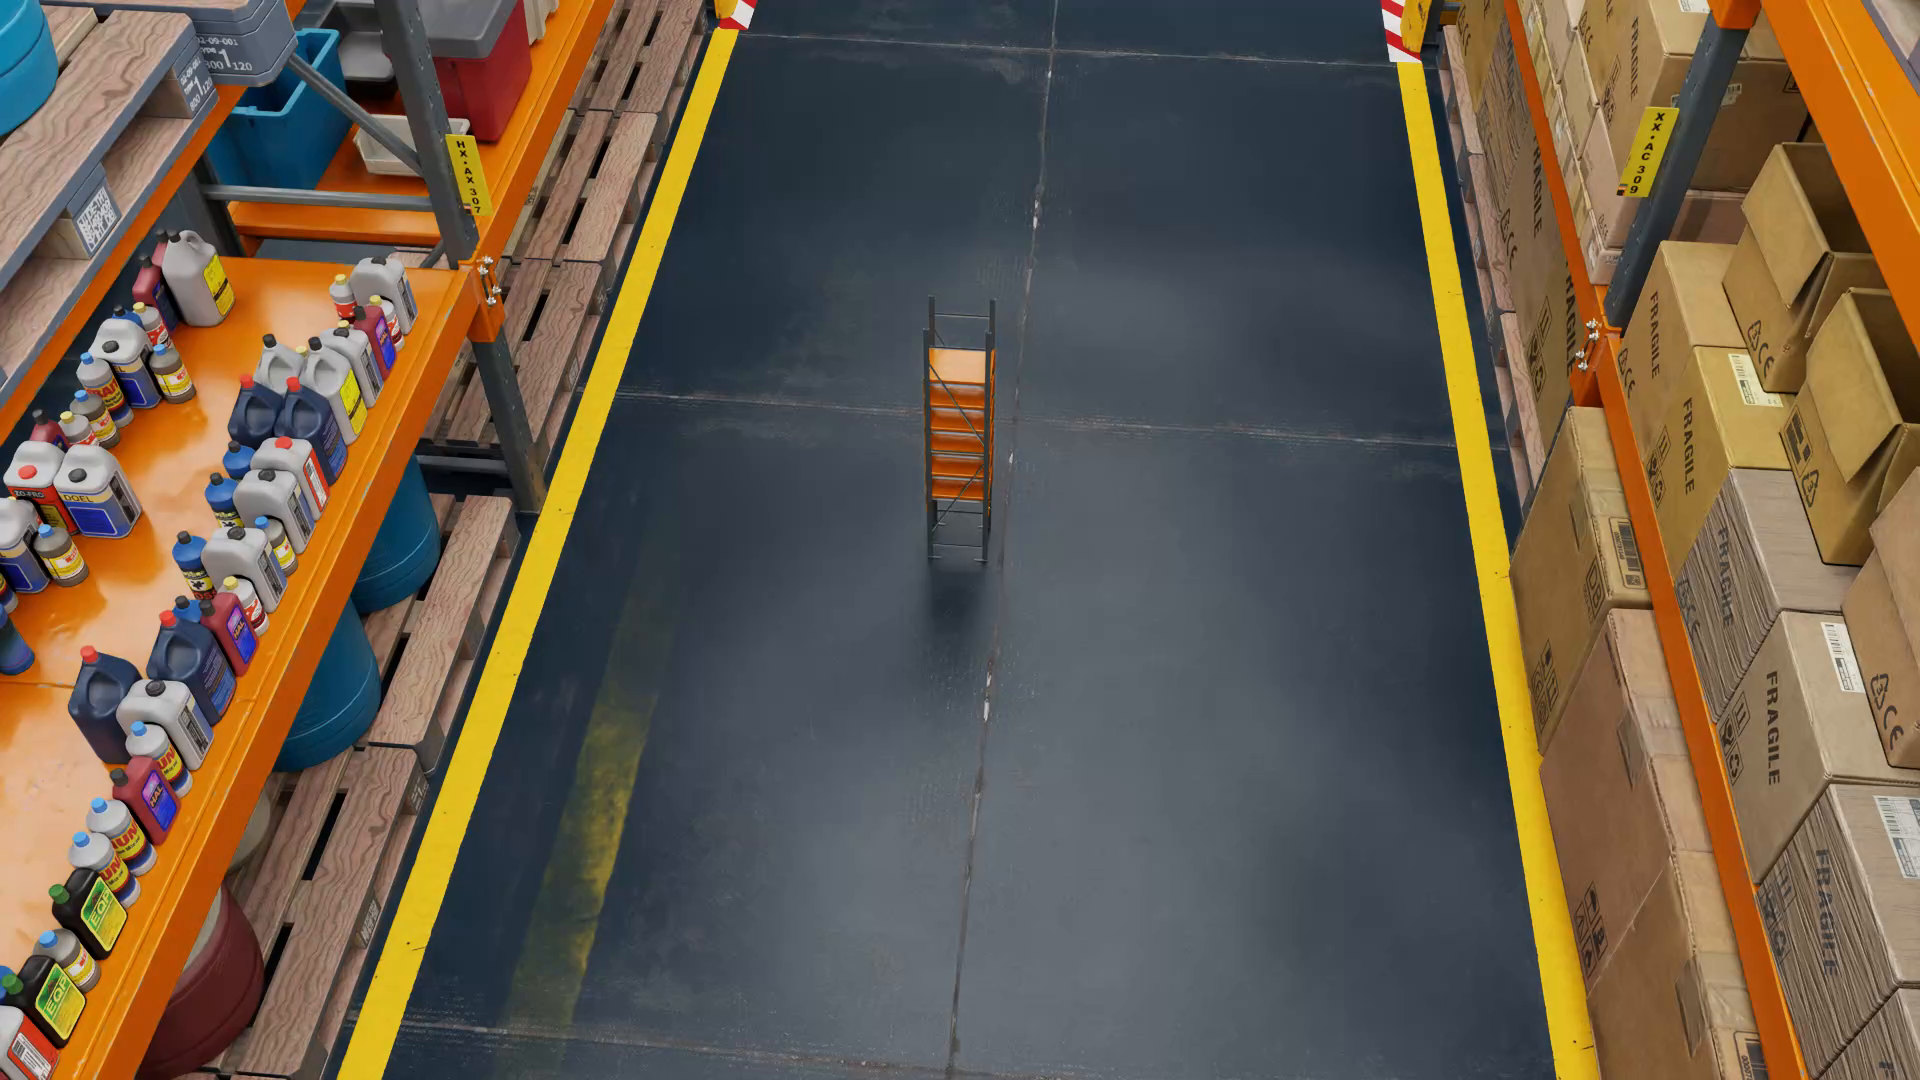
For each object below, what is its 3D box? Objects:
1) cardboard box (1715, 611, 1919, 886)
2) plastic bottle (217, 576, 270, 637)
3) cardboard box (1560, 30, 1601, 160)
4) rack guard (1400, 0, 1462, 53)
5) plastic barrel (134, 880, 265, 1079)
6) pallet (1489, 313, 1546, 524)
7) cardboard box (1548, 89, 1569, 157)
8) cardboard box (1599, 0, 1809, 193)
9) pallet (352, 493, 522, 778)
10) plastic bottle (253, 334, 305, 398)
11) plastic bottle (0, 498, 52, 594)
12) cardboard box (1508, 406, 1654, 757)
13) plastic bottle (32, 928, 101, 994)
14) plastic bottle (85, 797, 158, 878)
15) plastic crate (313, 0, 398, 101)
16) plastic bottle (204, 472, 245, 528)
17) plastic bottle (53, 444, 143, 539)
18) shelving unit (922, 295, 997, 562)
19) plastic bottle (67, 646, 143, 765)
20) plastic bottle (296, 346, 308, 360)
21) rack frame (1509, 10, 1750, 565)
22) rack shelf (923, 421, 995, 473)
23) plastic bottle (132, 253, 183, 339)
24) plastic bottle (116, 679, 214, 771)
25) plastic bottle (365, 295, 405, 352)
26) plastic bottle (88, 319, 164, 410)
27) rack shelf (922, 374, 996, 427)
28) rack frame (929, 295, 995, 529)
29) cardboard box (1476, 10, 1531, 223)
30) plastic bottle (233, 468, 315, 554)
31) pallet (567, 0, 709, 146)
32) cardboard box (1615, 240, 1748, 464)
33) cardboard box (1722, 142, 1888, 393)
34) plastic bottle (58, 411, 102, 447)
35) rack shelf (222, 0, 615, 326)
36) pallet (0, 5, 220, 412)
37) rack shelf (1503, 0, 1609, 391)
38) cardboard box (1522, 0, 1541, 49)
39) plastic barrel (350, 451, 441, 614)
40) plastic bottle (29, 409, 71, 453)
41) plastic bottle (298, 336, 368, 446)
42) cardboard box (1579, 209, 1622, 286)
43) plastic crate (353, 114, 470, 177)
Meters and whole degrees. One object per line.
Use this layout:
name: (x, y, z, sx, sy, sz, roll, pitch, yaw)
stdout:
cardboard box: (2.283, 0.546, 4.176, 0.500, 0.500, 0.500, 5, 48, 4)
plastic bottle: (-2.036, 0.182, 4.711, 0.097, 0.201, 0.097, 0, 48, 0)
cardboard box: (2.530, -1.631, 6.135, 0.500, 0.250, 0.500, 5, 48, 5)
rack guard: (3.073, -2.972, 9.155, 1.175, 0.500, 0.348, 4, 48, 4)
plastic barrel: (-2.460, 1.229, 4.968, 0.600, 0.588, 0.708, 4, 48, 4)
pallet: (2.853, -0.471, 7.064, 1.003, 0.211, 1.213, 4, 48, 4)
cardboard box: (2.478, -1.587, 6.364, 0.380, 0.149, 0.250, 5, 48, 4)
cardboard box: (2.482, -1.517, 5.523, 0.500, 0.500, 0.500, 5, 48, 5)
pallet: (-2.338, 0.314, 6.346, 1.003, 0.211, 1.213, 4, 48, 4)
plastic bottle: (-2.128, -0.487, 5.222, 0.144, 0.351, 0.185, 4, 48, 4)
plastic bottle: (-2.753, 0.016, 4.813, 0.152, 0.276, 0.135, 4, 48, 4)
cardboard box: (2.668, 0.189, 5.726, 1.225, 0.875, 0.875, 4, 48, 4)
plastic bottle: (-2.137, 0.997, 3.966, 0.097, 0.201, 0.097, 0, 48, 0)
plastic bottle: (-2.107, 0.732, 4.160, 0.097, 0.271, 0.097, 0, 48, 0)
plastic crate: (-2.392, -1.960, 6.681, 0.437, 0.125, 0.590, 4, 48, 4)
plastic bottle: (-2.158, -0.094, 4.916, 0.097, 0.271, 0.097, 0, 48, 0)
plastic bottle: (-2.581, -0.145, 4.959, 0.152, 0.276, 0.135, 4, 48, 4)
shelving unit: (-0.001, -0.394, 6.323, 0.258, 1.200, 0.189, 4, 48, 4)
plastic bottle: (-2.248, 0.421, 4.392, 0.144, 0.351, 0.185, 4, 48, 4)
plastic bottle: (-2.099, -0.539, 5.371, 0.097, 0.201, 0.097, 0, 48, 0)
rack frame: (2.706, -0.858, 5.528, 1.000, 3.000, 0.127, 4, 48, 4)
rack shelf: (-0.001, -0.364, 6.356, 0.258, 0.103, 0.180, 4, 48, 4)
plastic bottle: (-2.697, -0.813, 5.566, 0.061, 0.283, 0.133, 4, 48, 4)
plastic bottle: (-2.103, 0.474, 4.393, 0.152, 0.276, 0.135, 4, 48, 4)
plastic bottle: (-1.923, -0.726, 5.542, 0.097, 0.201, 0.097, 0, 48, 0)
plastic bottle: (-2.681, -0.566, 5.345, 0.152, 0.276, 0.135, 4, 48, 4)
rack shelf: (-0.001, -0.526, 6.179, 0.258, 0.103, 0.180, 4, 48, 4)
rack frame: (0.007, -0.462, 6.385, 0.240, 1.200, 0.006, 4, 48, 4)
cardboard box: (3.009, -2.078, 7.799, 0.875, 0.875, 0.875, 4, 48, 4)
plastic bottle: (-2.032, -0.100, 4.919, 0.152, 0.276, 0.135, 4, 48, 4)
pallet: (-1.975, -2.586, 8.998, 1.003, 0.211, 1.213, 4, 48, 4)
cardboard box: (2.415, -0.571, 5.198, 0.500, 0.500, 0.500, 4, 48, 4)
cardboard box: (2.656, -0.761, 4.691, 0.797, 0.503, 0.637, 3, 48, 3)
plastic bottle: (-2.737, -0.315, 5.166, 0.097, 0.201, 0.097, 0, 48, 0)
rack shelf: (-2.044, -2.418, 7.443, 1.077, 0.370, 4.000, 4, 48, 4)
pallet: (-2.301, -0.724, 3.501, 1.003, 0.211, 1.213, 4, 48, 4)
rack shelf: (2.889, -2.085, 7.138, 1.077, 0.370, 4.000, 4, 48, 4)
cardboard box: (2.549, -2.151, 6.881, 0.380, 0.149, 0.250, 5, 48, 4)
plastic barrel: (-2.293, -0.226, 6.088, 0.600, 0.901, 0.708, 4, 48, 4)
plastic bottle: (-2.765, -0.259, 5.059, 0.061, 0.283, 0.133, 4, 48, 4)
plastic bottle: (-1.984, -0.477, 5.213, 0.144, 0.351, 0.185, 4, 48, 4)
cardboard box: (2.408, -1.020, 5.846, 0.380, 0.149, 0.250, 4, 48, 4)
plastic crate: (-2.041, -1.455, 6.212, 0.396, 0.136, 0.243, 4, 48, 4)
